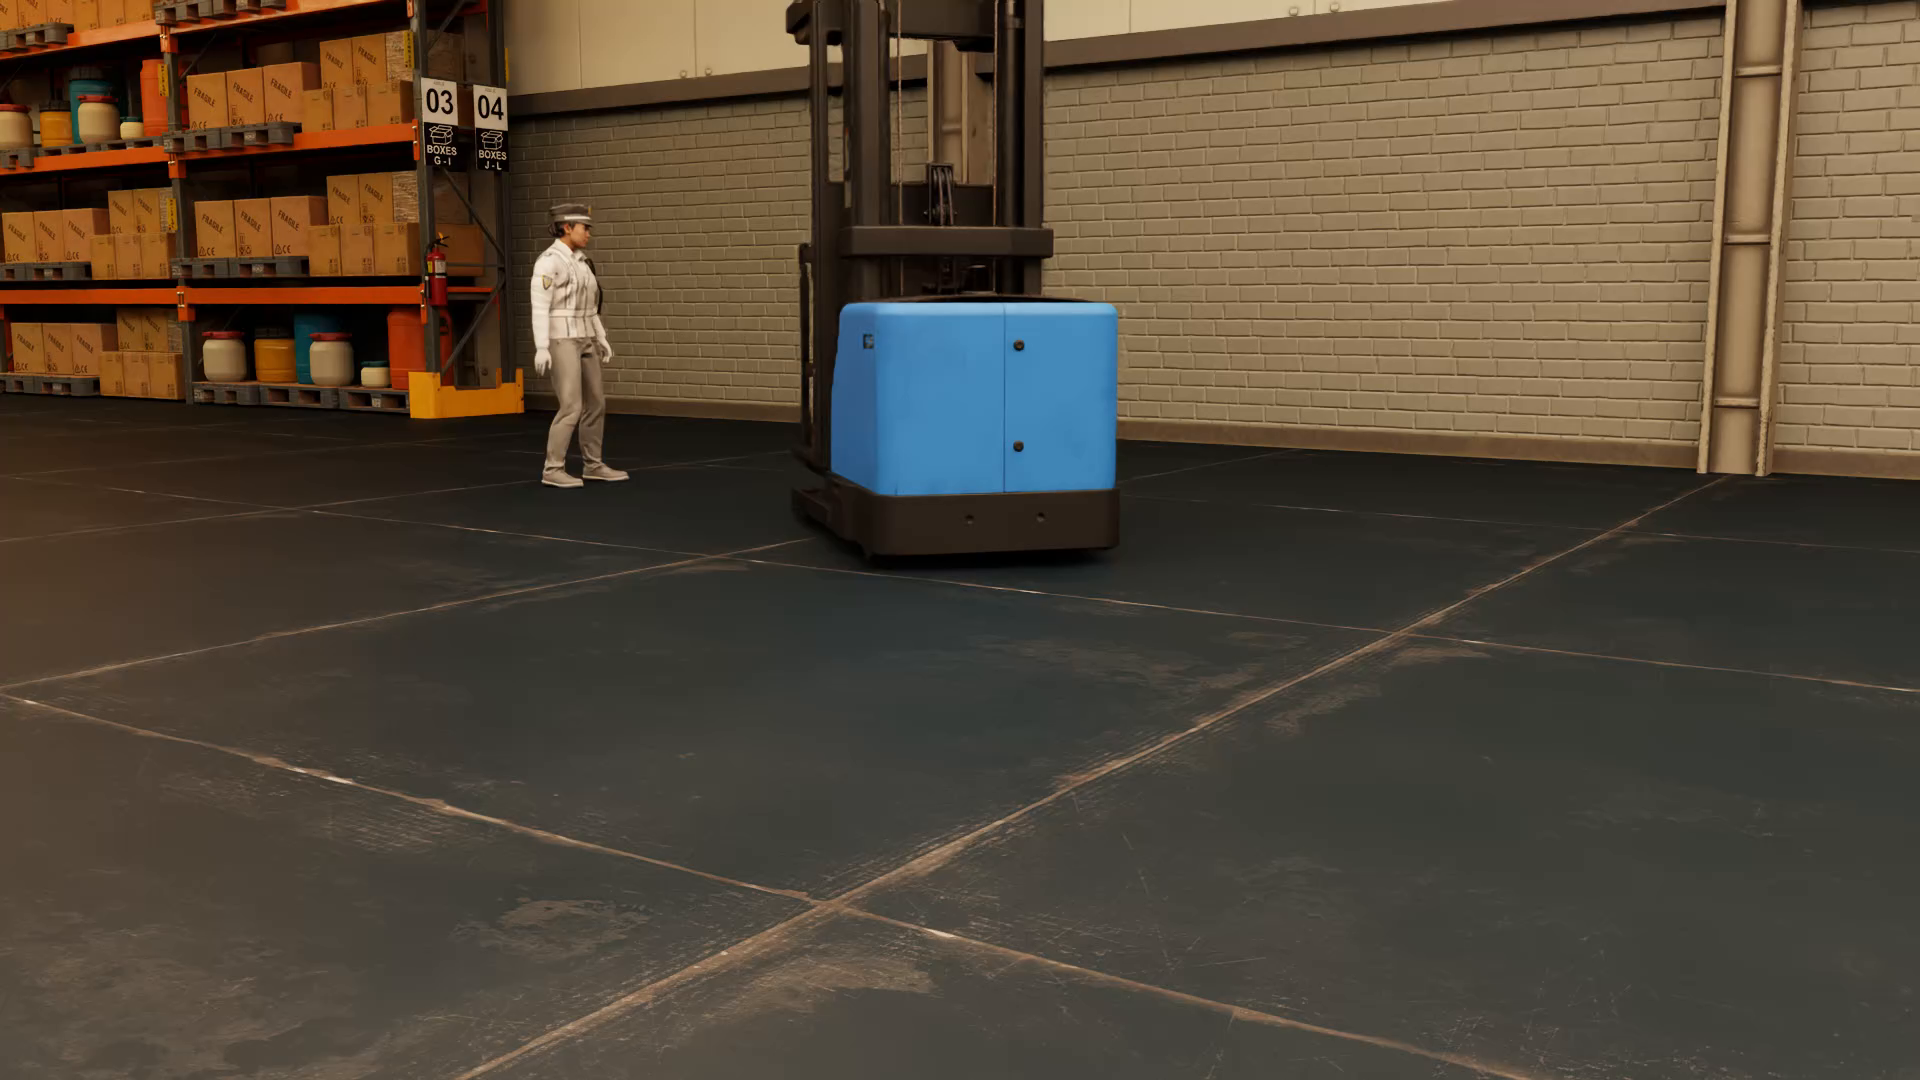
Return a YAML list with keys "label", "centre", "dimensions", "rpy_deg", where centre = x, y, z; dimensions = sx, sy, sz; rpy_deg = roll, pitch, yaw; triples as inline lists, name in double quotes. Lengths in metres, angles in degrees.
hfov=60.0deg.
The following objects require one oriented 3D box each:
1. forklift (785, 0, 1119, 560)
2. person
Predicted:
- label: "forklift"
  centre: [-0.219, -1.538, 8.010]
  dimensions: [1.130, 2.935, 3.031]
  rpy_deg: [-2, 8, -15]
- label: "person"
  centre: [-2.273, -1.142, 9.800]
  dimensions: [0.384, 1.647, 0.680]
  rpy_deg: [2, 8, 13]
